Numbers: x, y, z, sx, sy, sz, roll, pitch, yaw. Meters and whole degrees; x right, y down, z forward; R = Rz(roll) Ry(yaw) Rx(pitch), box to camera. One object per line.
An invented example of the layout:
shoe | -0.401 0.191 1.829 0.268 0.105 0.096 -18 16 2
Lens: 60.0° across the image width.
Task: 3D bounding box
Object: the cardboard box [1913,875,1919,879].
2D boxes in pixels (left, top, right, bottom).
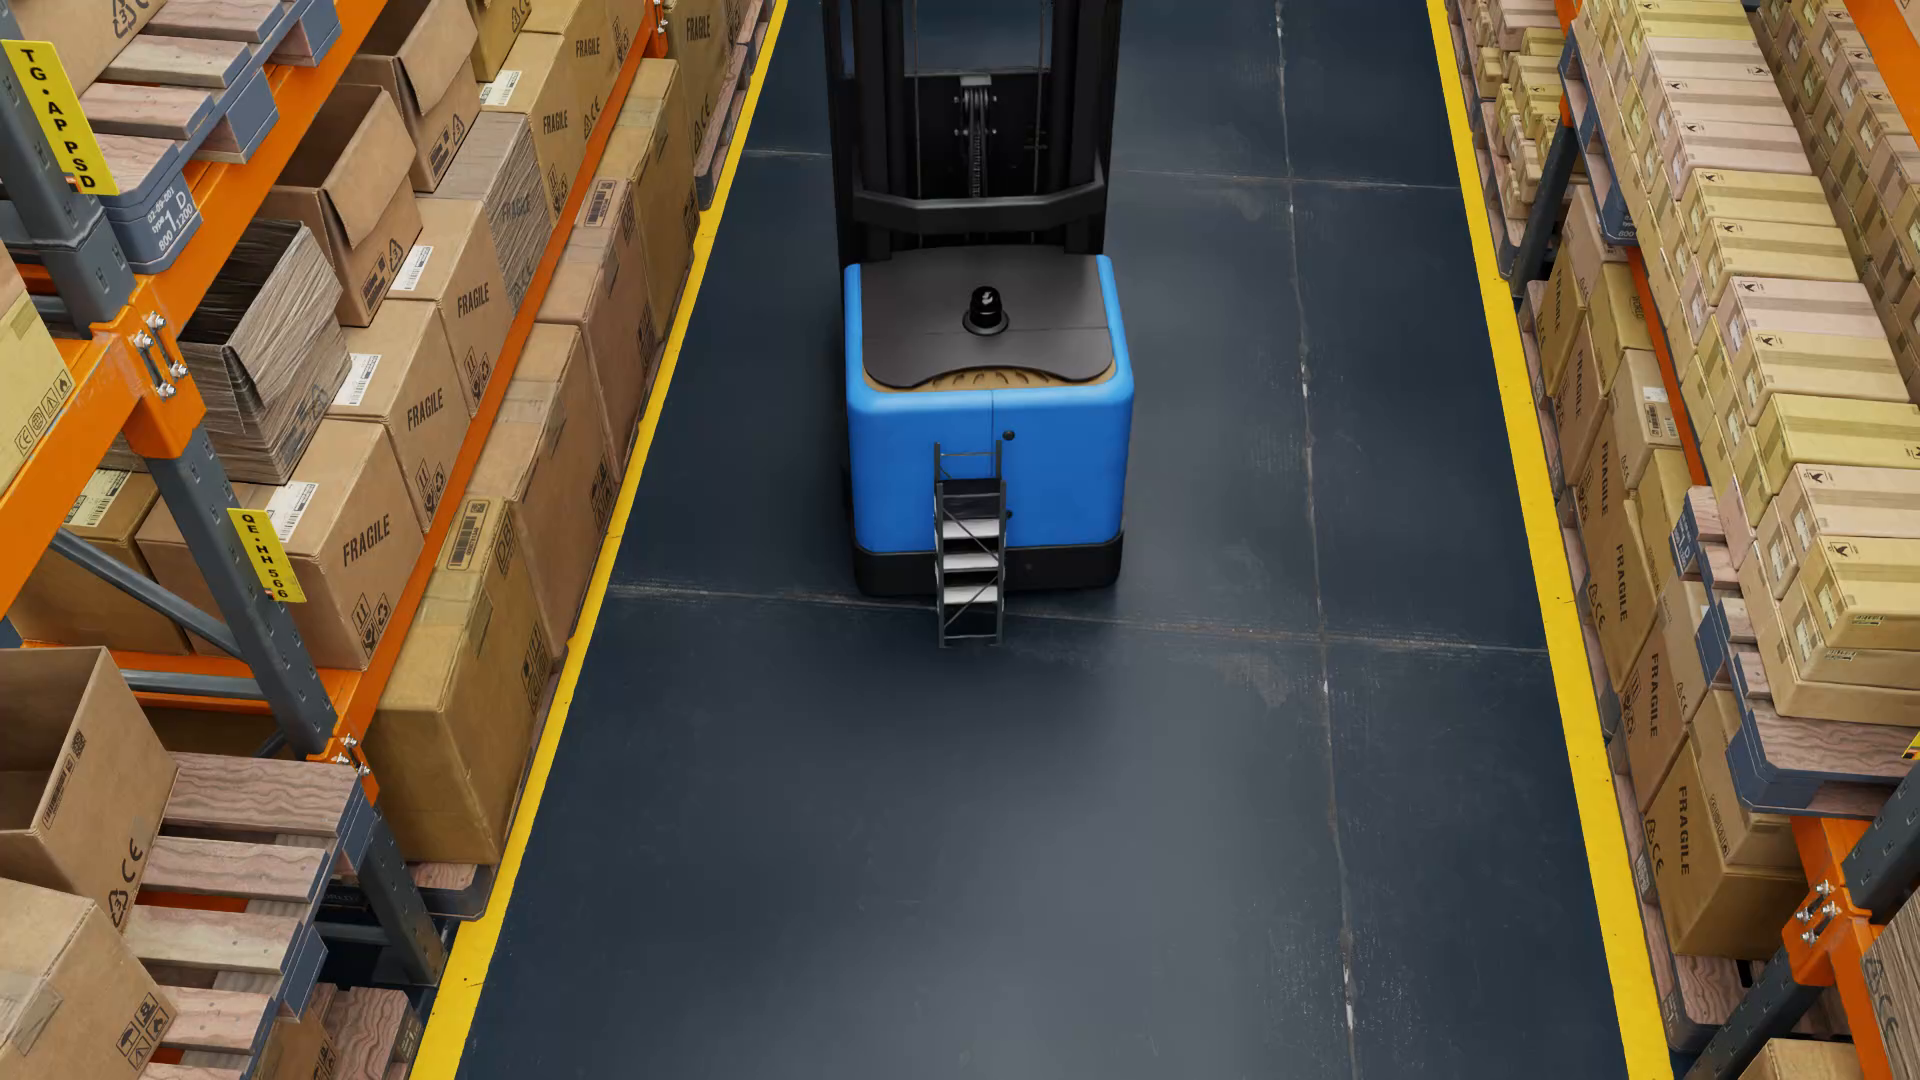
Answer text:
cardboard box | 3.035 0.741 4.967 0.500 0.250 0.500 2 48 2

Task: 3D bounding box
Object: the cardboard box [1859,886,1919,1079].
cardboard box | 2.421 1.060 3.706 0.500 0.500 0.500 4 48 4

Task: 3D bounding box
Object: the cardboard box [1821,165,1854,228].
cardboard box | 3.166 -1.146 5.677 0.380 0.149 0.250 2 48 2

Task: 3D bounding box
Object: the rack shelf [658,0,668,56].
rack shelf | -1.652 -3.792 8.699 1.077 0.370 4.000 4 48 4

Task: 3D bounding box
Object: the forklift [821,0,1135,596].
forklift | 0.029 -1.856 6.487 1.130 2.935 3.031 -2 48 -2

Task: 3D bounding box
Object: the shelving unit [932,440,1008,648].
shelving unit | 0.034 0.031 6.138 0.258 0.900 0.210 -2 48 -2

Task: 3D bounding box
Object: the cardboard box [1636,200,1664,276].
cardboard box | 2.488 -0.995 5.539 0.380 0.149 0.250 3 48 3

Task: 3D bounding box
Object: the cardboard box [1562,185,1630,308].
cardboard box | 2.765 -1.183 6.726 0.500 0.250 0.500 2 48 2

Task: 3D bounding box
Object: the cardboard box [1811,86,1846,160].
cardboard box | 3.187 -1.432 5.737 0.380 0.149 0.250 2 48 2

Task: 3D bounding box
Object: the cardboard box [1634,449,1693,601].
cardboard box | 2.629 -0.033 5.675 0.500 0.250 0.500 5 48 4

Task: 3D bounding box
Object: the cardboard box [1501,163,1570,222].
cardboard box | 2.792 -1.648 7.898 0.380 0.149 0.250 4 48 4

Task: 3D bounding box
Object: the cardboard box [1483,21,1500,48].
cardboard box | 2.977 -2.595 8.764 0.380 0.149 0.250 5 48 4

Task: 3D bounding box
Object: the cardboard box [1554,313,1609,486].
cardboard box | 2.717 -0.541 6.647 0.500 0.500 0.500 6 48 5

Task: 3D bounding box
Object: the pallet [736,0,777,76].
pallet | -1.579 -3.076 9.446 1.003 0.211 1.213 4 48 4

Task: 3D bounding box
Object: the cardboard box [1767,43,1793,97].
cardboard box | 3.233 -1.718 6.200 0.380 0.149 0.250 4 48 4

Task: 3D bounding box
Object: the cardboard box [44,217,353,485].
cardboard box | -2.116 -0.534 4.484 0.797 0.503 0.637 5 48 5

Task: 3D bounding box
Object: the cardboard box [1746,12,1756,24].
cardboard box | 3.447 -2.258 6.979 0.380 0.149 0.250 5 48 5

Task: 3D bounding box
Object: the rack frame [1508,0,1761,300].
rack frame | 3.095 -2.157 6.716 1.000 3.000 0.127 4 48 4

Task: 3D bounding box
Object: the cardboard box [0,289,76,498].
cardboard box | -1.998 -0.221 3.014 0.500 0.250 0.500 4 48 4

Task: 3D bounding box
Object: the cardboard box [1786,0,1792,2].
cardboard box | 3.253 -2.107 6.152 0.380 0.149 0.250 6 48 5

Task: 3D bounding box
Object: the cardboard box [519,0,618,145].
cardboard box | -1.657 -1.873 6.389 0.500 0.500 0.500 5 48 5

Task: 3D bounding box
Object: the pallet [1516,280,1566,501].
pallet | 3.026 -0.644 7.222 1.003 0.211 1.213 4 48 4

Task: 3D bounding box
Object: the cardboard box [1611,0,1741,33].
cardboard box | 2.582 -1.951 6.010 0.380 0.149 0.250 5 48 5

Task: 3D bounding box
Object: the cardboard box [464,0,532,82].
cardboard box | -1.959 -1.964 5.792 0.797 0.503 0.637 4 48 4

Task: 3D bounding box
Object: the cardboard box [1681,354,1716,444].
cardboard box | 2.415 -0.420 5.013 0.380 0.149 0.250 2 48 2

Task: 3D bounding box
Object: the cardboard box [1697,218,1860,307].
cardboard box | 2.439 -0.816 4.972 0.380 0.149 0.250 6 48 5

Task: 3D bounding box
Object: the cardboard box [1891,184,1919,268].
cardboard box | 3.111 -0.951 5.095 0.380 0.149 0.250 3 48 3

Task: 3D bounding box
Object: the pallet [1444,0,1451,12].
pallet | 3.344 -3.505 9.838 1.003 0.211 1.213 4 48 4

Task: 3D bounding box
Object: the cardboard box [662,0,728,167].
cardboard box | -1.695 -2.469 8.157 0.875 0.875 0.875 4 48 4

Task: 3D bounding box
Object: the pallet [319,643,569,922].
pallet | -2.052 0.741 5.955 1.003 0.211 1.213 4 48 4

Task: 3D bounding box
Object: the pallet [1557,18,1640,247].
pallet | 2.881 -1.540 6.282 1.003 0.211 1.213 4 48 4

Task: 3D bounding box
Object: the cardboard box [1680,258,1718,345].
cardboard box | 2.438 -0.717 5.083 0.380 0.149 0.250 5 48 5

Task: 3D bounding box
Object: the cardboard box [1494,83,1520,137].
cardboard box | 2.827 -2.088 8.098 0.380 0.149 0.250 2 48 2

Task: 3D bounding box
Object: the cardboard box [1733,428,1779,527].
cardboard box | 2.366 -0.158 4.572 0.380 0.149 0.250 5 48 4

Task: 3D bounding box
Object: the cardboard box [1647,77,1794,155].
cardboard box | 2.508 -1.391 5.498 0.380 0.149 0.250 4 48 3

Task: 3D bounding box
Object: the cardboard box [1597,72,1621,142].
cardboard box | 2.555 -1.568 6.063 0.380 0.149 0.250 4 48 4

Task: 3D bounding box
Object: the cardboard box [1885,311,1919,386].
cardboard box | 3.092 -0.564 5.145 0.380 0.149 0.250 4 48 4

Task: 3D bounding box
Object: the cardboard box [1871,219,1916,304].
cardboard box | 3.111 -0.862 5.215 0.380 0.149 0.250 5 48 5

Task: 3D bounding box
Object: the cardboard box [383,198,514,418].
cardboard box | -1.796 -0.754 5.365 0.500 0.500 0.500 3 48 3

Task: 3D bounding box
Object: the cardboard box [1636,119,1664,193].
cardboard box | 2.511 -1.286 5.604 0.380 0.149 0.250 6 48 5

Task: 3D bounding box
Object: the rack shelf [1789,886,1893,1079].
rack shelf | 2.549 2.495 2.949 1.077 0.370 4.000 4 48 4

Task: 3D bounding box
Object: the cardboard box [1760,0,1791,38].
cardboard box | 3.256 -2.009 6.264 0.380 0.149 0.250 5 48 5

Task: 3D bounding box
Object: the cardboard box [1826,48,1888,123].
cardboard box | 3.180 -1.526 5.622 0.380 0.149 0.250 4 48 3

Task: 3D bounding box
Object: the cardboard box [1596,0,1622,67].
cardboard box | 2.580 -1.865 6.133 0.380 0.149 0.250 3 48 3

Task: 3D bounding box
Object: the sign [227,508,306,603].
sign | -1.658 0.040 3.976 0.100 0.325 0.005 4 48 4

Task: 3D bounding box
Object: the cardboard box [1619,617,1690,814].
cardboard box | 2.582 0.602 5.602 0.500 0.500 0.500 6 48 5

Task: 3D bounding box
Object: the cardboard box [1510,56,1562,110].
cardboard box | 2.868 -2.190 7.990 0.380 0.149 0.250 3 48 3

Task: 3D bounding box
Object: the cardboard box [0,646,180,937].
cardboard box | -2.209 0.599 3.843 0.500 0.500 0.500 -1 48 -1

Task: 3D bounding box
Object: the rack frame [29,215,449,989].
rack frame | -2.199 0.375 4.401 1.000 3.000 0.127 4 48 4

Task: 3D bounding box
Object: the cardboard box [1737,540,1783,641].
cardboard box | 2.343 0.150 4.492 0.380 0.149 0.250 4 48 3

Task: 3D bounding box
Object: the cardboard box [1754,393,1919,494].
cardboard box | 2.368 -0.243 4.448 0.380 0.149 0.250 5 48 5

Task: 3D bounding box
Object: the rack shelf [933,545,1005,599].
rack shelf | 0.034 0.114 6.229 0.258 0.077 0.200 -2 48 -2

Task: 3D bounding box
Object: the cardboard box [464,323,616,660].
cardboard box | -2.027 -0.210 6.091 1.225 0.875 0.875 4 48 4

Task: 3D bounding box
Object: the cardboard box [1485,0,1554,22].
cardboard box | 2.914 -2.780 8.530 0.380 0.149 0.250 2 48 2

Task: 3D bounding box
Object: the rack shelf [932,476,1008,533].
rack shelf | 0.034 -0.129 5.963 0.258 0.077 0.200 -2 48 -2

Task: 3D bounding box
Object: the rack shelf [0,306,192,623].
rack shelf | -2.382 1.075 2.215 1.077 0.370 4.000 4 48 4
